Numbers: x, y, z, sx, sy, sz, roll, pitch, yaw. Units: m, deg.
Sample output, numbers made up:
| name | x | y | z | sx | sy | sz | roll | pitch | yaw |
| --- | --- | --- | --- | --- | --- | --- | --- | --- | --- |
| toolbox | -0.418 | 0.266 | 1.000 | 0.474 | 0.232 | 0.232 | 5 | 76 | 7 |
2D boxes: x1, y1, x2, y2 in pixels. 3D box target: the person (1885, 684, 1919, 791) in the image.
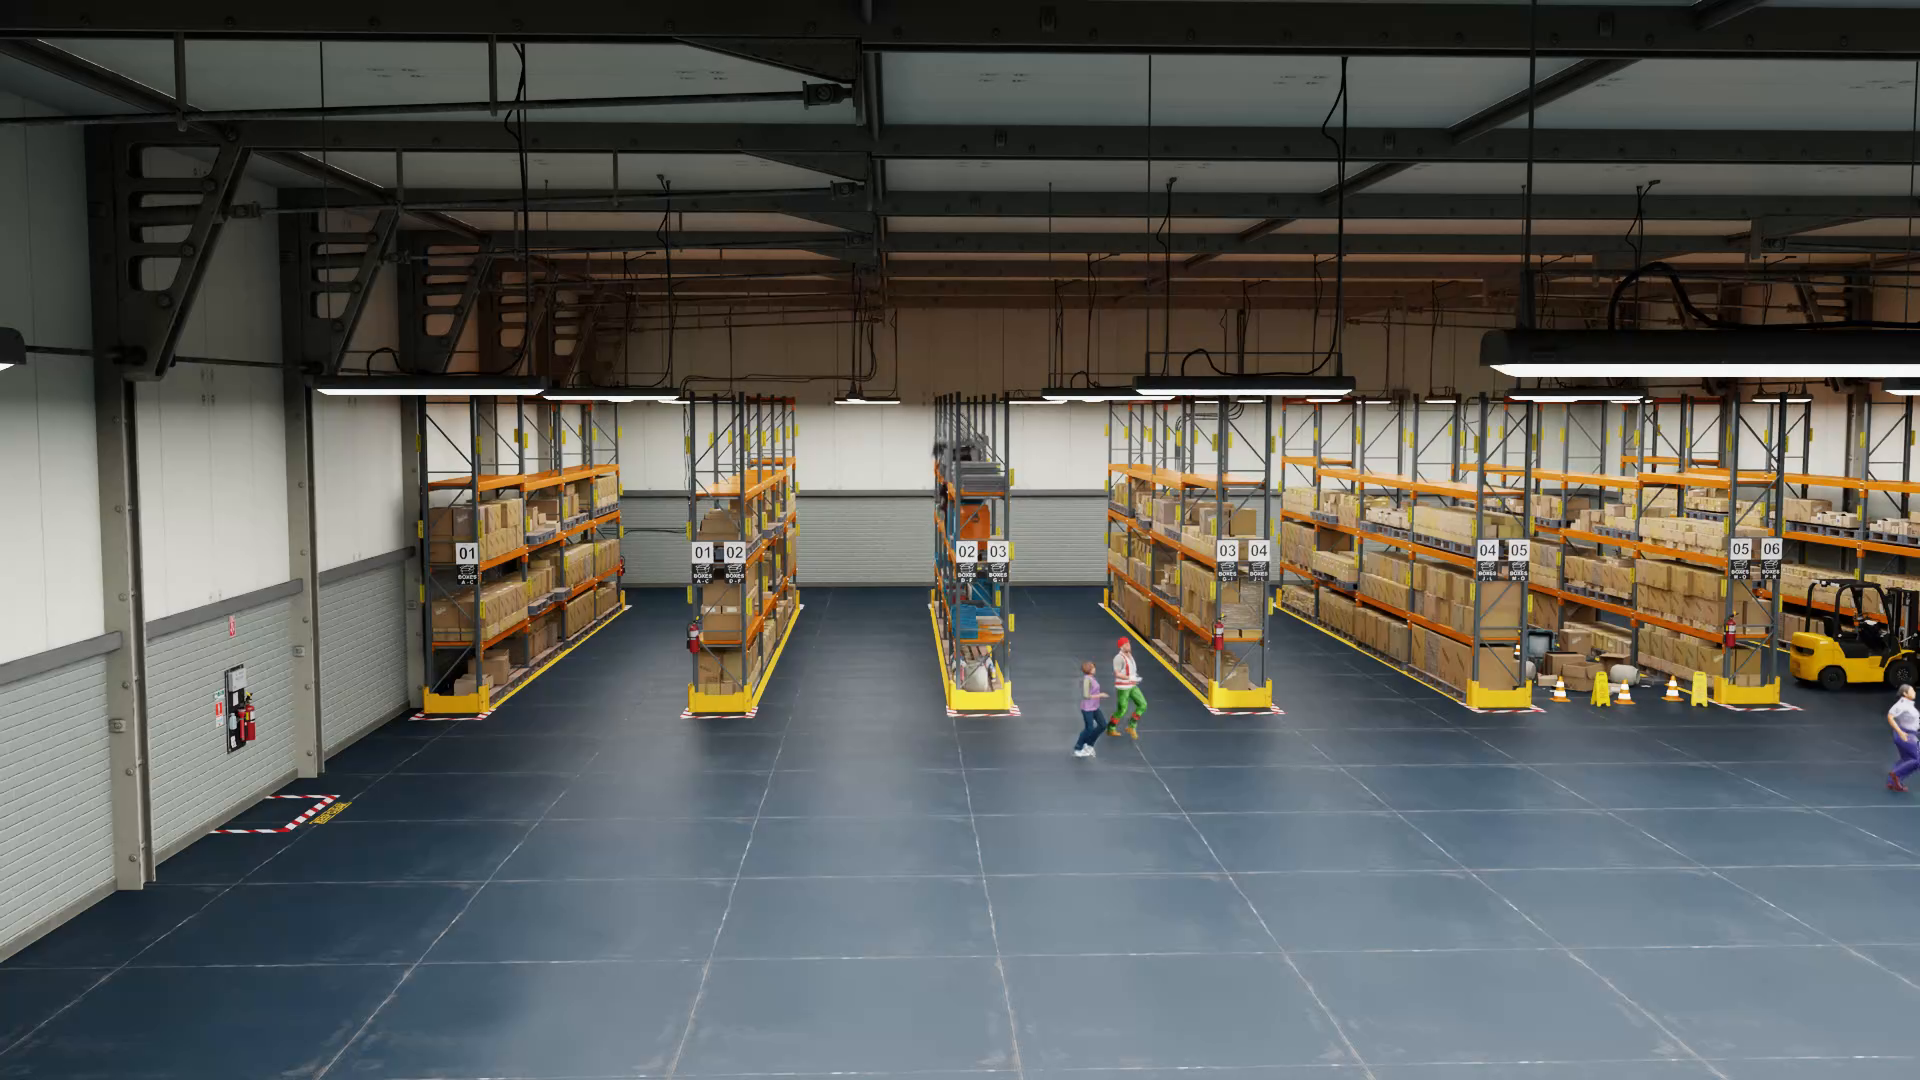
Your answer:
| name | x | y | z | sx | sy | sz | roll | pitch | yaw |
| --- | --- | --- | --- | --- | --- | --- | --- | --- | --- |
| person | 14.072 | 2.939 | 24.655 | 0.574 | 1.606 | 0.593 | 3 | 5 | 33 |

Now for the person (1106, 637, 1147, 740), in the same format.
| name | x | y | z | sx | sy | sz | roll | pitch | yaw |
| --- | --- | --- | --- | --- | --- | --- | --- | --- | --- |
| person | 2.868 | 2.553 | 28.622 | 0.720 | 1.788 | 0.664 | 3 | 6 | 37 |

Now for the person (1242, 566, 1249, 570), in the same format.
| name | x | y | z | sx | sy | sz | roll | pitch | yaw |
| --- | --- | --- | --- | --- | --- | --- | --- | --- | --- |
| person | 7.962 | 1.115 | 47.643 | 0.649 | 1.648 | 0.755 | 1 | 5 | 18 |

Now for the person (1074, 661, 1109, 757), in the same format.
| name | x | y | z | sx | sy | sz | roll | pitch | yaw |
| --- | --- | --- | --- | --- | --- | --- | --- | --- | --- |
| person | 2.152 | 2.758 | 27.073 | 0.615 | 1.582 | 0.517 | 2 | 5 | 24 |
